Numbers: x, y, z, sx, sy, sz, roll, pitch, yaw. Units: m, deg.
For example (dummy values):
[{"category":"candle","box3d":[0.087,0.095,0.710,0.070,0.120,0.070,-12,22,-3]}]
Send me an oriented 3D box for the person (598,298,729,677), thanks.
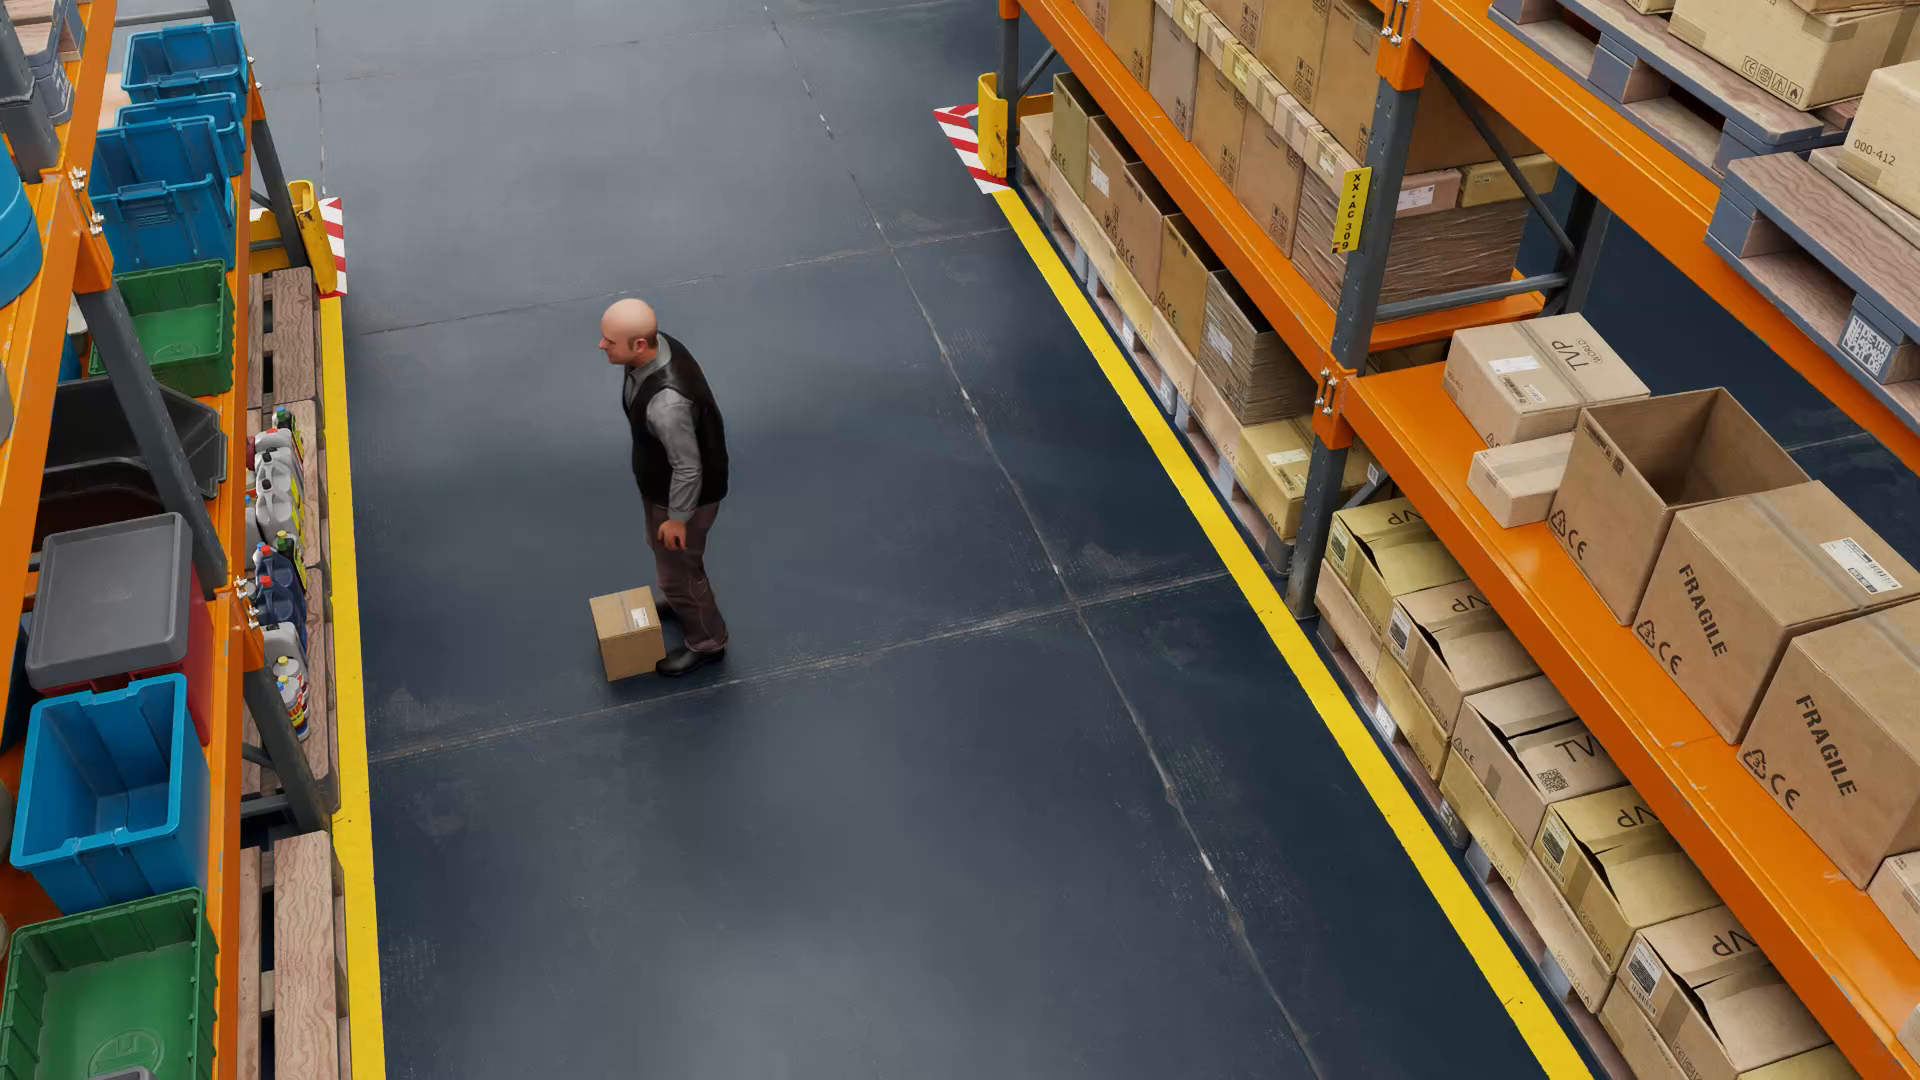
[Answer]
[{"category":"person","box3d":[-1.100,-0.218,6.419,0.417,1.722,0.591,-14,44,-15]}]
